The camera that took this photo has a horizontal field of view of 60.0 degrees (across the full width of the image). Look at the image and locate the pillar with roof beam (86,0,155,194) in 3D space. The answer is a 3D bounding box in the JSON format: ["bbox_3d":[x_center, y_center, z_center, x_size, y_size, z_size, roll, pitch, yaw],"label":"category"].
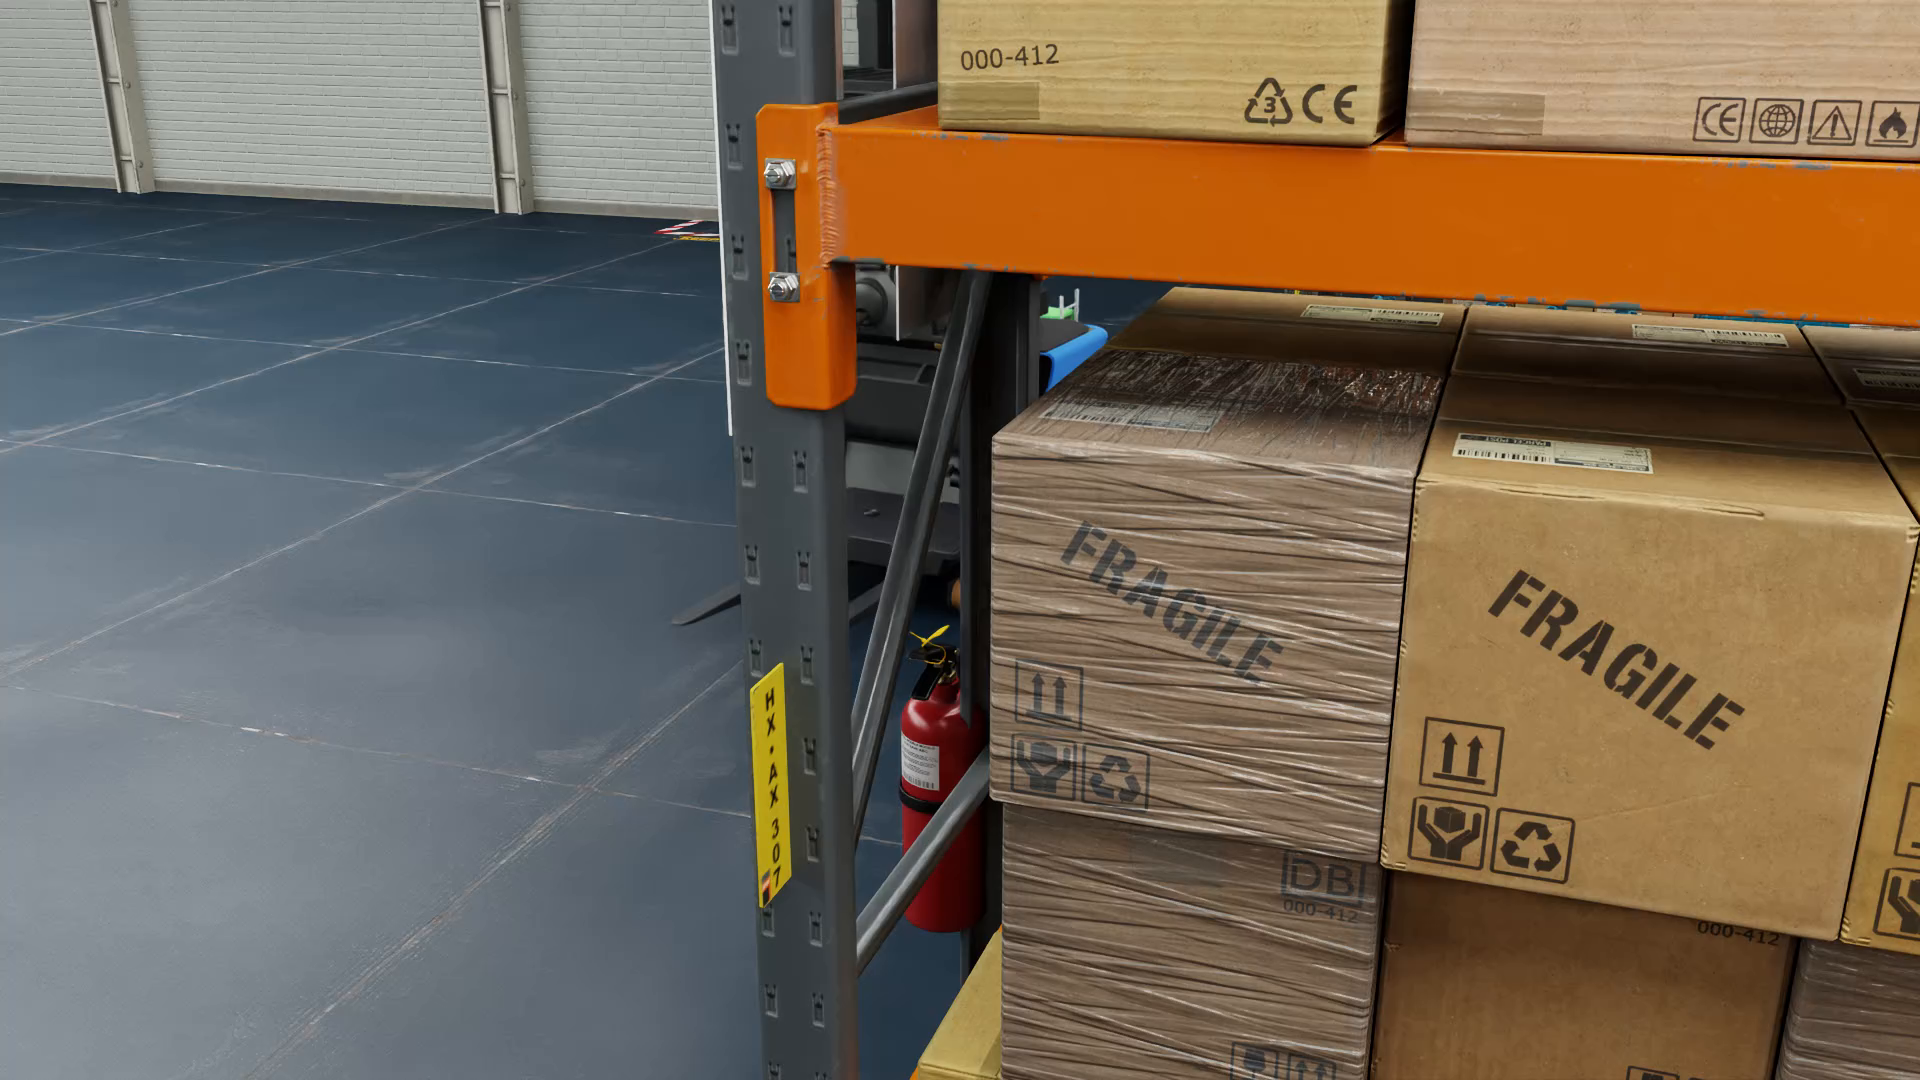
[{"bbox_3d":[-12.670,-7.680,17.437,0.400,9.000,9.100,7,20,18],"label":"pillar with roof beam"}]

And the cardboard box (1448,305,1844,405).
[{"bbox_3d":[0.999,-0.053,2.547,0.500,0.500,0.500,7,20,18],"label":"cardboard box"}]

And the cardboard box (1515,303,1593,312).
[{"bbox_3d":[4.085,-1.581,11.454,0.500,0.500,0.500,7,20,18],"label":"cardboard box"}]

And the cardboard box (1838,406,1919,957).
[{"bbox_3d":[1.297,0.167,1.919,0.500,0.500,0.500,7,20,18],"label":"cardboard box"}]

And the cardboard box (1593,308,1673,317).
[{"bbox_3d":[4.562,-1.531,11.311,0.500,0.500,0.500,7,20,18],"label":"cardboard box"}]

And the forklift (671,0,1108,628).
[{"bbox_3d":[-0.288,-1.200,8.066,1.130,2.935,3.031,10,21,26],"label":"forklift"}]

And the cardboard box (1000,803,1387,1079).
[{"bbox_3d":[0.435,0.453,2.617,0.500,0.500,0.875,7,20,18],"label":"cardboard box"}]

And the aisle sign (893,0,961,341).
[{"bbox_3d":[-0.036,-0.755,2.736,0.004,0.787,0.394,7,20,18],"label":"aisle sign"}]

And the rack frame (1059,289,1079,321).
[{"bbox_3d":[0.624,-0.844,9.674,0.015,1.200,0.240,10,21,26],"label":"rack frame"}]

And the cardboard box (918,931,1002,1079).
[{"bbox_3d":[0.115,0.796,2.617,0.250,0.149,0.380,7,20,18],"label":"cardboard box"}]

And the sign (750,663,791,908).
[{"bbox_3d":[-0.254,0.332,2.250,0.005,0.325,0.100,7,20,18],"label":"sign"}]

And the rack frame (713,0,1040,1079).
[{"bbox_3d":[-0.077,0.573,2.874,0.053,2.616,0.949,7,20,18],"label":"rack frame"}]

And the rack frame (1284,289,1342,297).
[{"bbox_3d":[1.550,-0.968,7.295,0.127,3.000,1.000,7,20,18],"label":"rack frame"}]

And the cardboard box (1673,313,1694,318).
[{"bbox_3d":[5.028,-1.471,11.140,0.500,0.500,0.500,7,20,18],"label":"cardboard box"}]

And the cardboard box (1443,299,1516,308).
[{"bbox_3d":[3.783,-1.796,12.071,0.500,0.500,0.500,7,20,18],"label":"cardboard box"}]

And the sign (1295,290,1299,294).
[{"bbox_3d":[1.365,-0.928,6.760,0.005,0.325,0.100,7,20,18],"label":"sign"}]

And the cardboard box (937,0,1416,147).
[{"bbox_3d":[0.295,-0.641,2.028,0.500,0.250,0.500,7,20,20],"label":"cardboard box"}]

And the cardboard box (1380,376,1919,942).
[{"bbox_3d":[0.824,0.113,2.072,0.500,0.500,0.500,7,20,18],"label":"cardboard box"}]

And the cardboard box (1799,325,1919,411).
[{"bbox_3d":[1.471,0.002,2.390,0.500,0.500,0.500,7,20,18],"label":"cardboard box"}]

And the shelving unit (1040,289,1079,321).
[{"bbox_3d":[0.407,-0.880,9.779,0.503,1.200,0.258,10,21,26],"label":"shelving unit"}]

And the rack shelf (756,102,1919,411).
[{"bbox_3d":[1.814,-0.288,1.882,4.000,0.370,1.077,7,20,18],"label":"rack shelf"}]

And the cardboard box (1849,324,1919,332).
[{"bbox_3d":[5.979,-1.369,10.847,0.500,0.500,0.500,7,20,18],"label":"cardboard box"}]

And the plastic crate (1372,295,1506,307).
[{"bbox_3d":[2.121,-0.936,7.431,0.616,0.251,0.499,7,20,18],"label":"plastic crate"}]

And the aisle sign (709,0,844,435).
[{"bbox_3d":[-0.233,-0.569,2.201,0.004,0.787,0.394,7,20,18],"label":"aisle sign"}]

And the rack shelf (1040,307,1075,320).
[{"bbox_3d":[0.407,-1.273,9.642,0.480,0.148,0.258,10,21,26],"label":"rack shelf"}]

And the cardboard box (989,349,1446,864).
[{"bbox_3d":[0.354,0.057,2.233,0.500,0.500,0.500,7,20,18],"label":"cardboard box"}]

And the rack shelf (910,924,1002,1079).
[{"bbox_3d":[1.814,1.128,2.376,4.000,0.370,1.077,7,20,18],"label":"rack shelf"}]

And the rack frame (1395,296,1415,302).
[{"bbox_3d":[3.179,-2.507,11.712,0.127,3.000,1.000,7,20,18],"label":"rack frame"}]

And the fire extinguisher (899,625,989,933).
[{"bbox_3d":[-0.033,0.453,3.336,0.183,0.674,0.296,7,20,18],"label":"fire extinguisher"}]

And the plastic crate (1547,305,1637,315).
[{"bbox_3d":[2.732,-0.864,7.225,0.408,0.251,0.499,7,20,18],"label":"plastic crate"}]

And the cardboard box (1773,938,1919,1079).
[{"bbox_3d":[1.405,0.537,2.375,0.500,0.500,0.875,7,20,18],"label":"cardboard box"}]

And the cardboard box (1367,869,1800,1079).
[{"bbox_3d":[0.947,0.469,2.569,0.500,0.500,0.875,7,20,18],"label":"cardboard box"}]

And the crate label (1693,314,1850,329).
[{"bbox_3d":[3.377,-0.870,6.960,0.616,0.435,0.502,7,20,18],"label":"crate label"}]

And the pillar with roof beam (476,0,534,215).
[{"bbox_3d":[-7.002,-7.032,15.578,0.400,9.000,9.100,7,20,18],"label":"pillar with roof beam"}]

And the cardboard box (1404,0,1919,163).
[{"bbox_3d":[0.784,-0.587,1.874,0.500,0.250,0.500,6,20,17],"label":"cardboard box"}]

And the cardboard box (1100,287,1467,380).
[{"bbox_3d":[0.525,-0.105,2.697,0.500,0.500,0.500,7,20,18],"label":"cardboard box"}]
